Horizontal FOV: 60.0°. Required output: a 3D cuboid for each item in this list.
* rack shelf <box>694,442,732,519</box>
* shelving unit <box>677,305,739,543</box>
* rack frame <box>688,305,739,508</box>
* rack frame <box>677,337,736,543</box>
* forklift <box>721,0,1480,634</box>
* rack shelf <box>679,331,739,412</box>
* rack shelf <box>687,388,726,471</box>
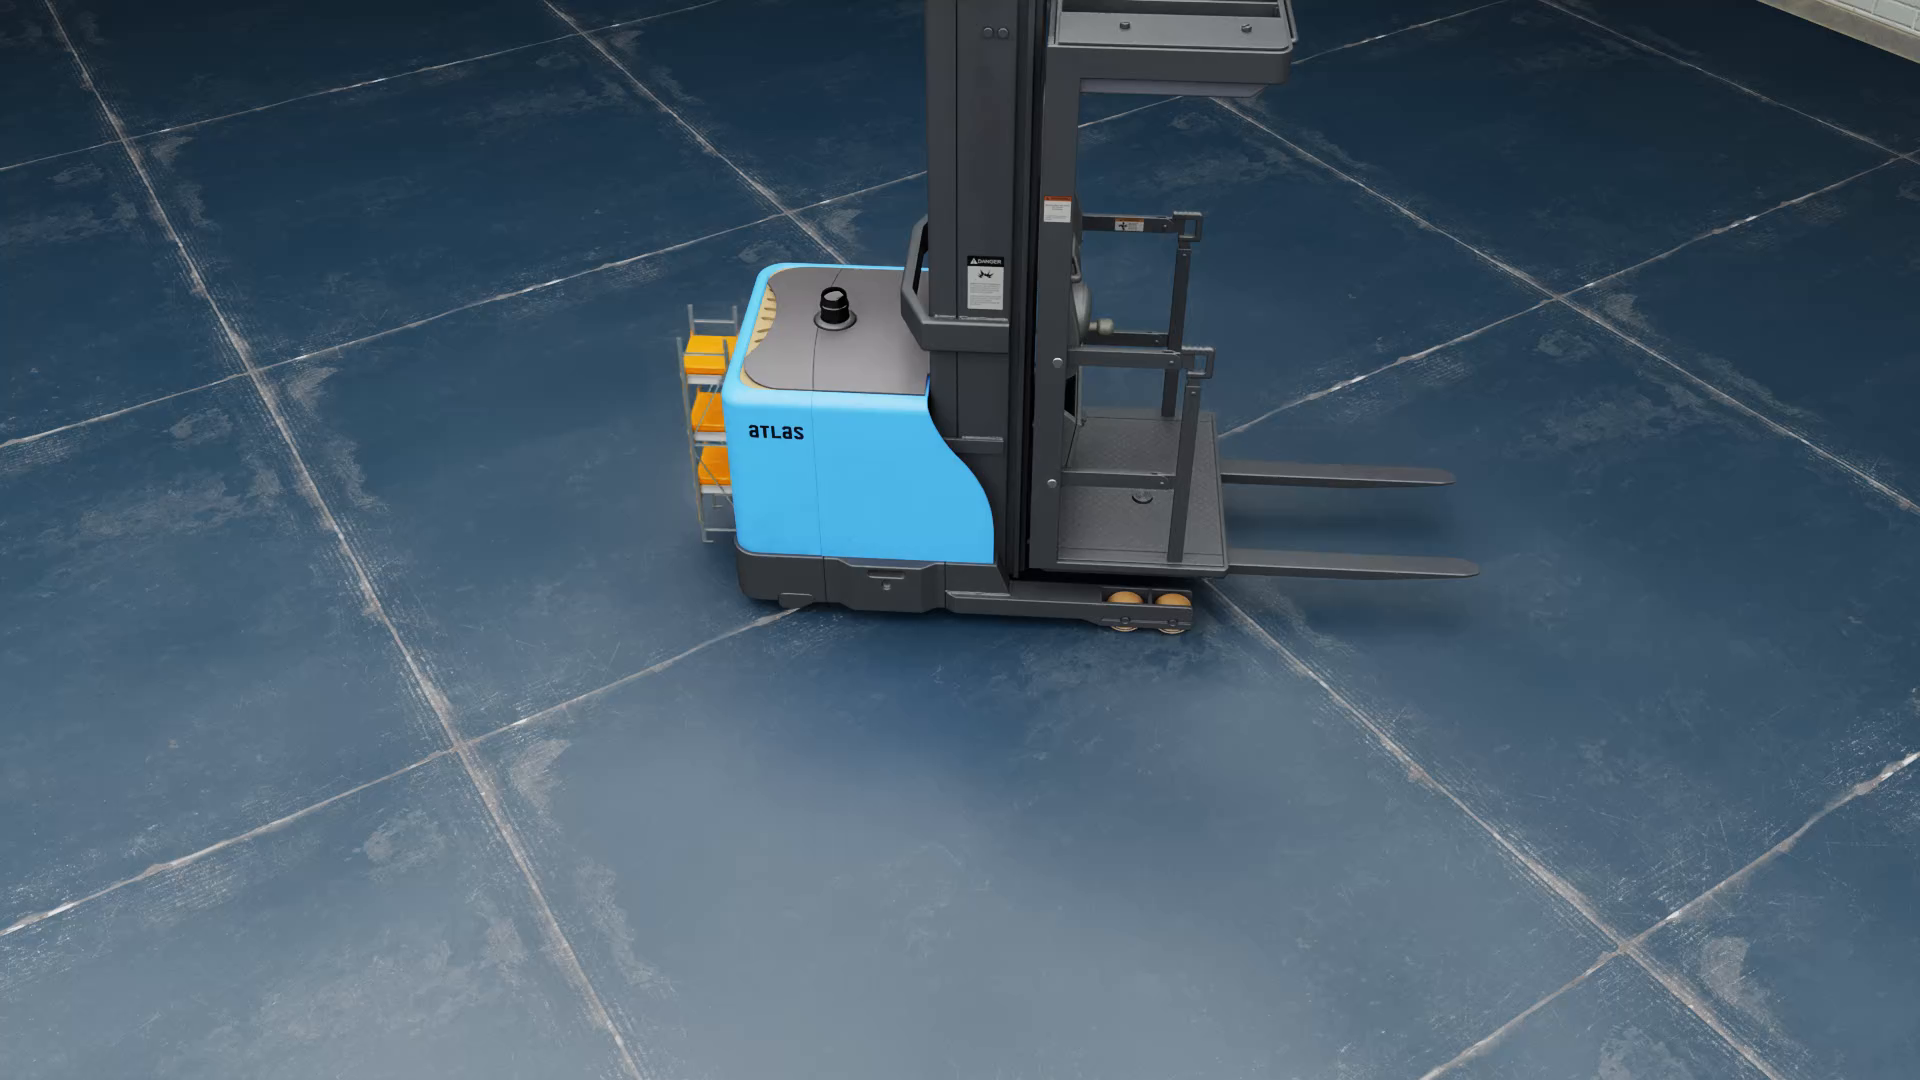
[{"bbox_3d":[-1.013,-0.247,7.177,0.215,0.259,0.240,2,40,2],"label":"rack shelf"},{"bbox_3d":[-1.013,-0.469,6.993,0.215,1.050,0.252,2,40,2],"label":"shelving unit"},{"bbox_3d":[-1.006,-0.547,7.086,0.200,1.050,0.008,2,40,2],"label":"rack frame"},{"bbox_3d":[-1.019,-0.391,6.899,0.200,1.050,0.008,2,40,2],"label":"rack frame"},{"bbox_3d":[0.621,-1.098,6.278,3.031,2.935,1.130,3,40,3],"label":"forklift"},{"bbox_3d":[-1.013,-0.679,6.818,0.215,0.259,0.240,2,40,2],"label":"rack shelf"},{"bbox_3d":[-1.013,-0.461,7.000,0.215,0.259,0.240,2,40,2],"label":"rack shelf"}]
